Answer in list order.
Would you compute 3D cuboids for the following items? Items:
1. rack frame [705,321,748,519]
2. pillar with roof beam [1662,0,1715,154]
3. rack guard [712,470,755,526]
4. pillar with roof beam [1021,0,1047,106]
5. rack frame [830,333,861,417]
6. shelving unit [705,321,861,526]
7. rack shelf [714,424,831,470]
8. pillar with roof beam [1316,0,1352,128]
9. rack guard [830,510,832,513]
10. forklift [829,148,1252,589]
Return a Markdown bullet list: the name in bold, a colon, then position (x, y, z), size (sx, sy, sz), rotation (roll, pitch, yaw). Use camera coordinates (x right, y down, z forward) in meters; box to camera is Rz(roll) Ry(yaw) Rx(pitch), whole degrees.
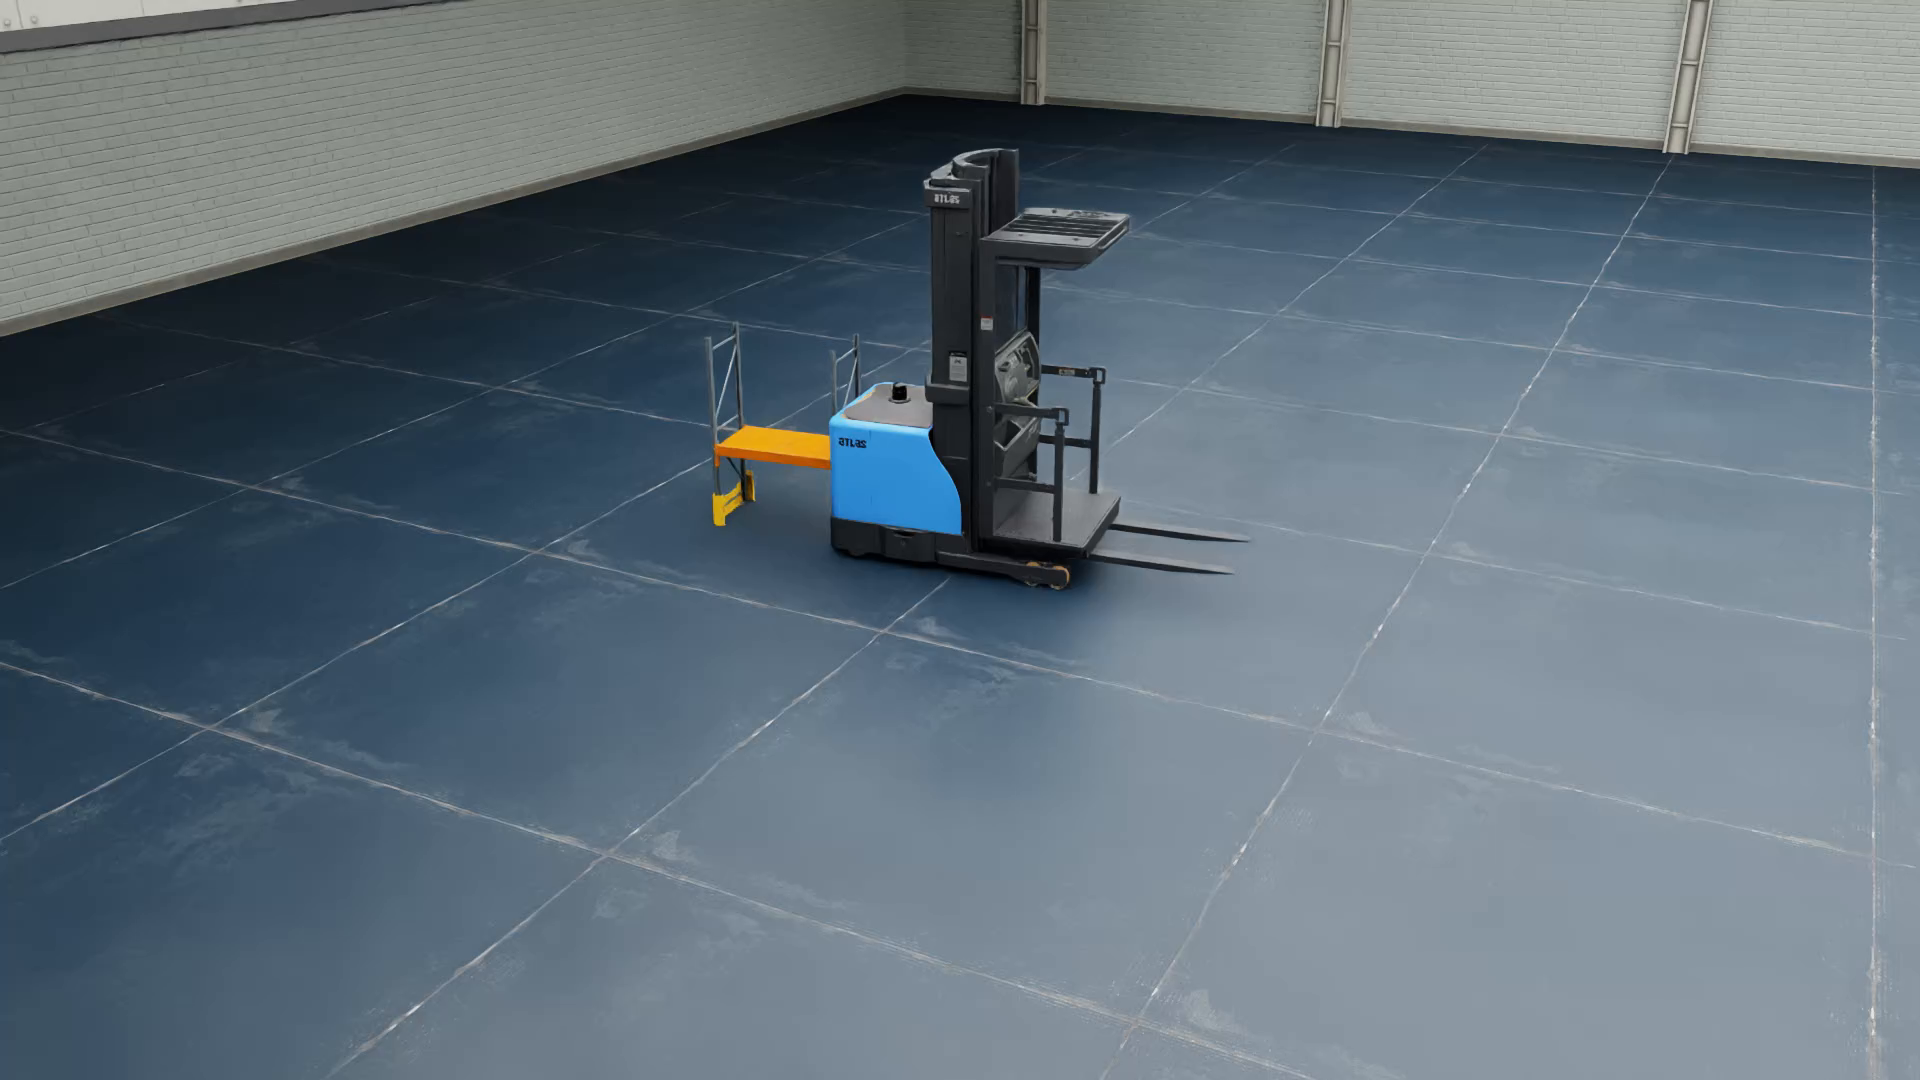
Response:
- **rack frame**: position (-1.816, -0.915, 12.984), size (0.032, 1.500, 0.500), rotation (8, 24, 18)
- **pillar with roof beam**: position (10.221, -9.233, 22.961), size (0.400, 9.000, 9.100), rotation (11, 25, 25)
- **rack guard**: position (-1.798, -0.337, 13.223), size (0.087, 0.250, 0.587), rotation (8, 24, 18)
- **pillar with roof beam**: position (-0.488, -11.352, 27.944), size (0.400, 9.000, 9.100), rotation (11, 25, 25)
- **rack frame**: position (-0.857, -0.782, 12.673), size (0.032, 1.500, 0.500), rotation (8, 24, 18)
- **shelving unit**: position (-1.328, -0.847, 12.826), size (1.083, 1.500, 0.587), rotation (8, 24, 18)
- **rack shelf**: position (-1.337, -0.683, 12.899), size (1.000, 0.185, 0.538), rotation (8, 24, 18)
- **pillar with roof beam**: position (4.867, -10.292, 25.453), size (0.400, 9.000, 9.100), rotation (11, 25, 25)
- **rack guard**: position (-0.859, -0.207, 12.918), size (0.087, 0.250, 0.587), rotation (8, 24, 18)
- **forklift**: position (0.603, -1.229, 11.894), size (3.031, 2.935, 1.130), rotation (8, 24, 18)
